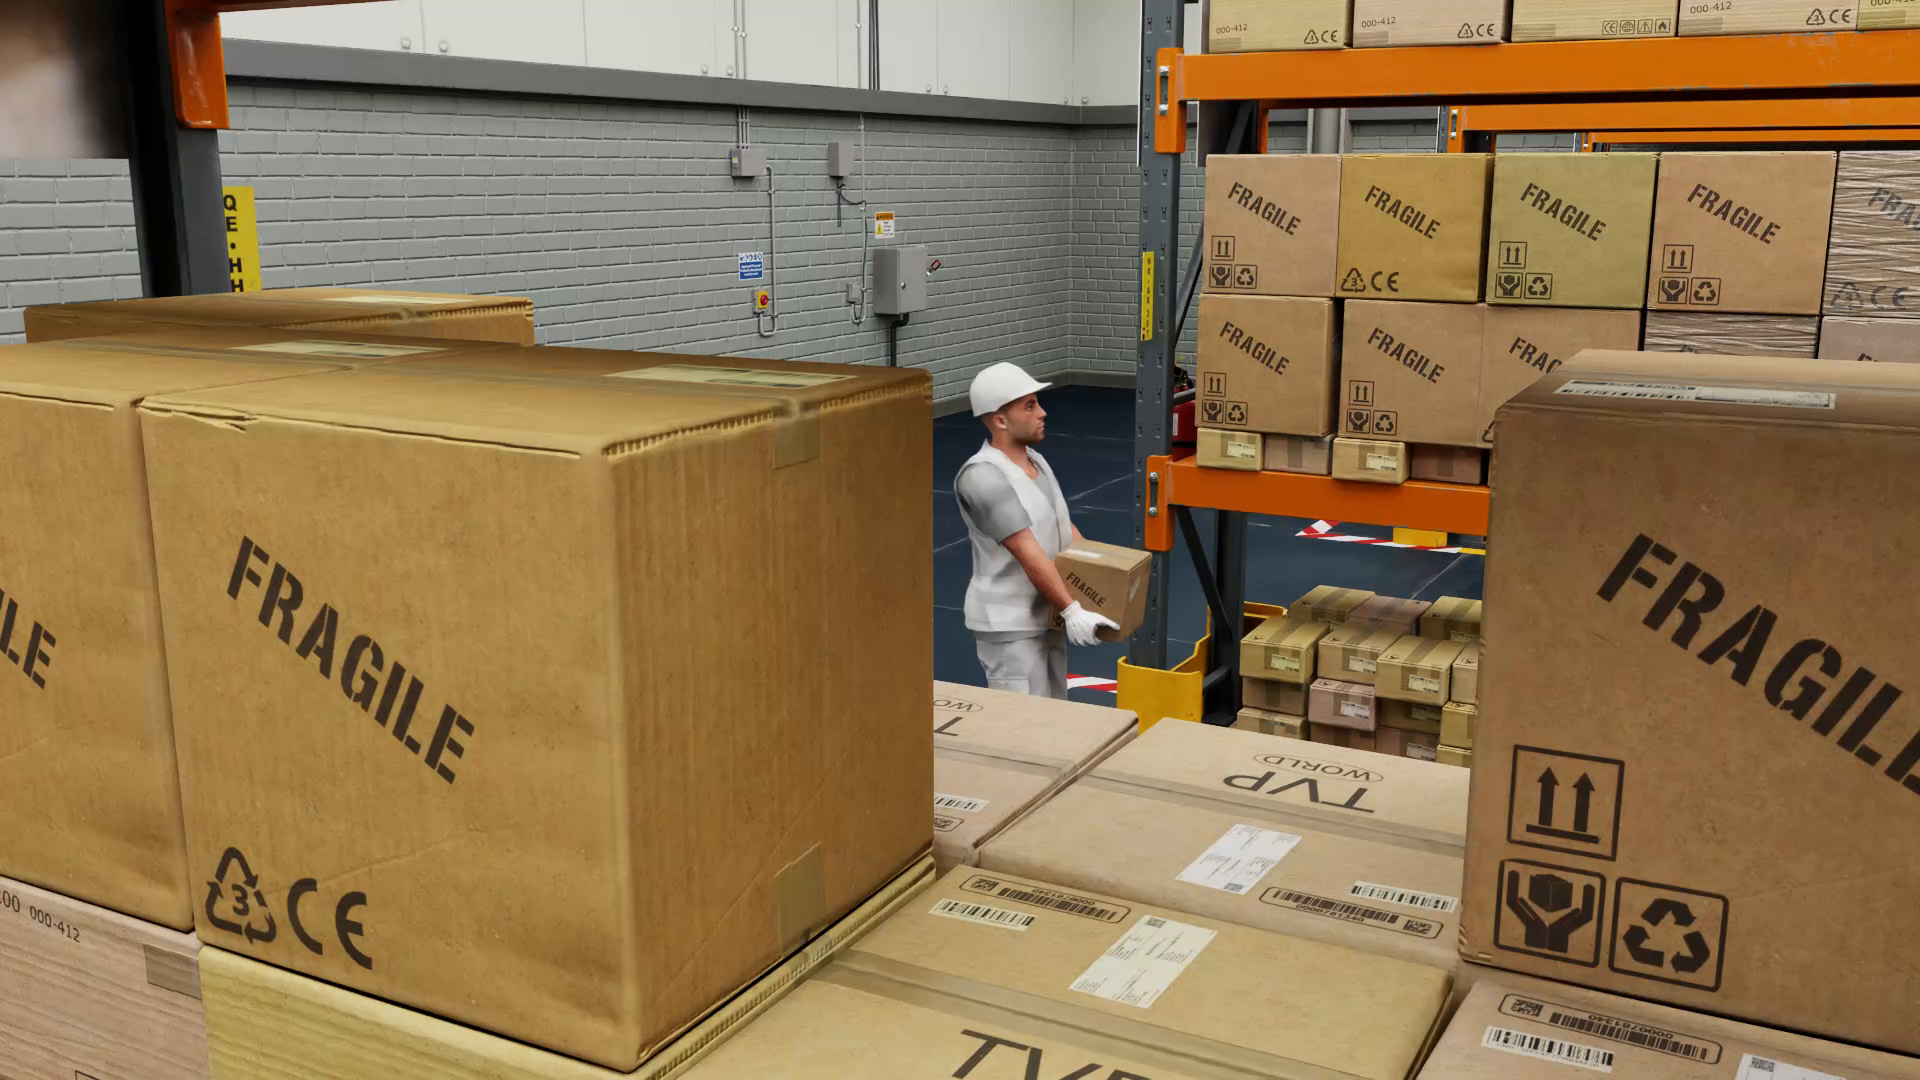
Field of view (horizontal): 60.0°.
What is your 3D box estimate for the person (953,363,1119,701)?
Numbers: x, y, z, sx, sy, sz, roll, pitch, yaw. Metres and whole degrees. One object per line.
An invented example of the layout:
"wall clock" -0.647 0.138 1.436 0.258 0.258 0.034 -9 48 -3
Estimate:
"person" 0.295 0.310 5.527 0.573 1.782 0.494 5 13 22
